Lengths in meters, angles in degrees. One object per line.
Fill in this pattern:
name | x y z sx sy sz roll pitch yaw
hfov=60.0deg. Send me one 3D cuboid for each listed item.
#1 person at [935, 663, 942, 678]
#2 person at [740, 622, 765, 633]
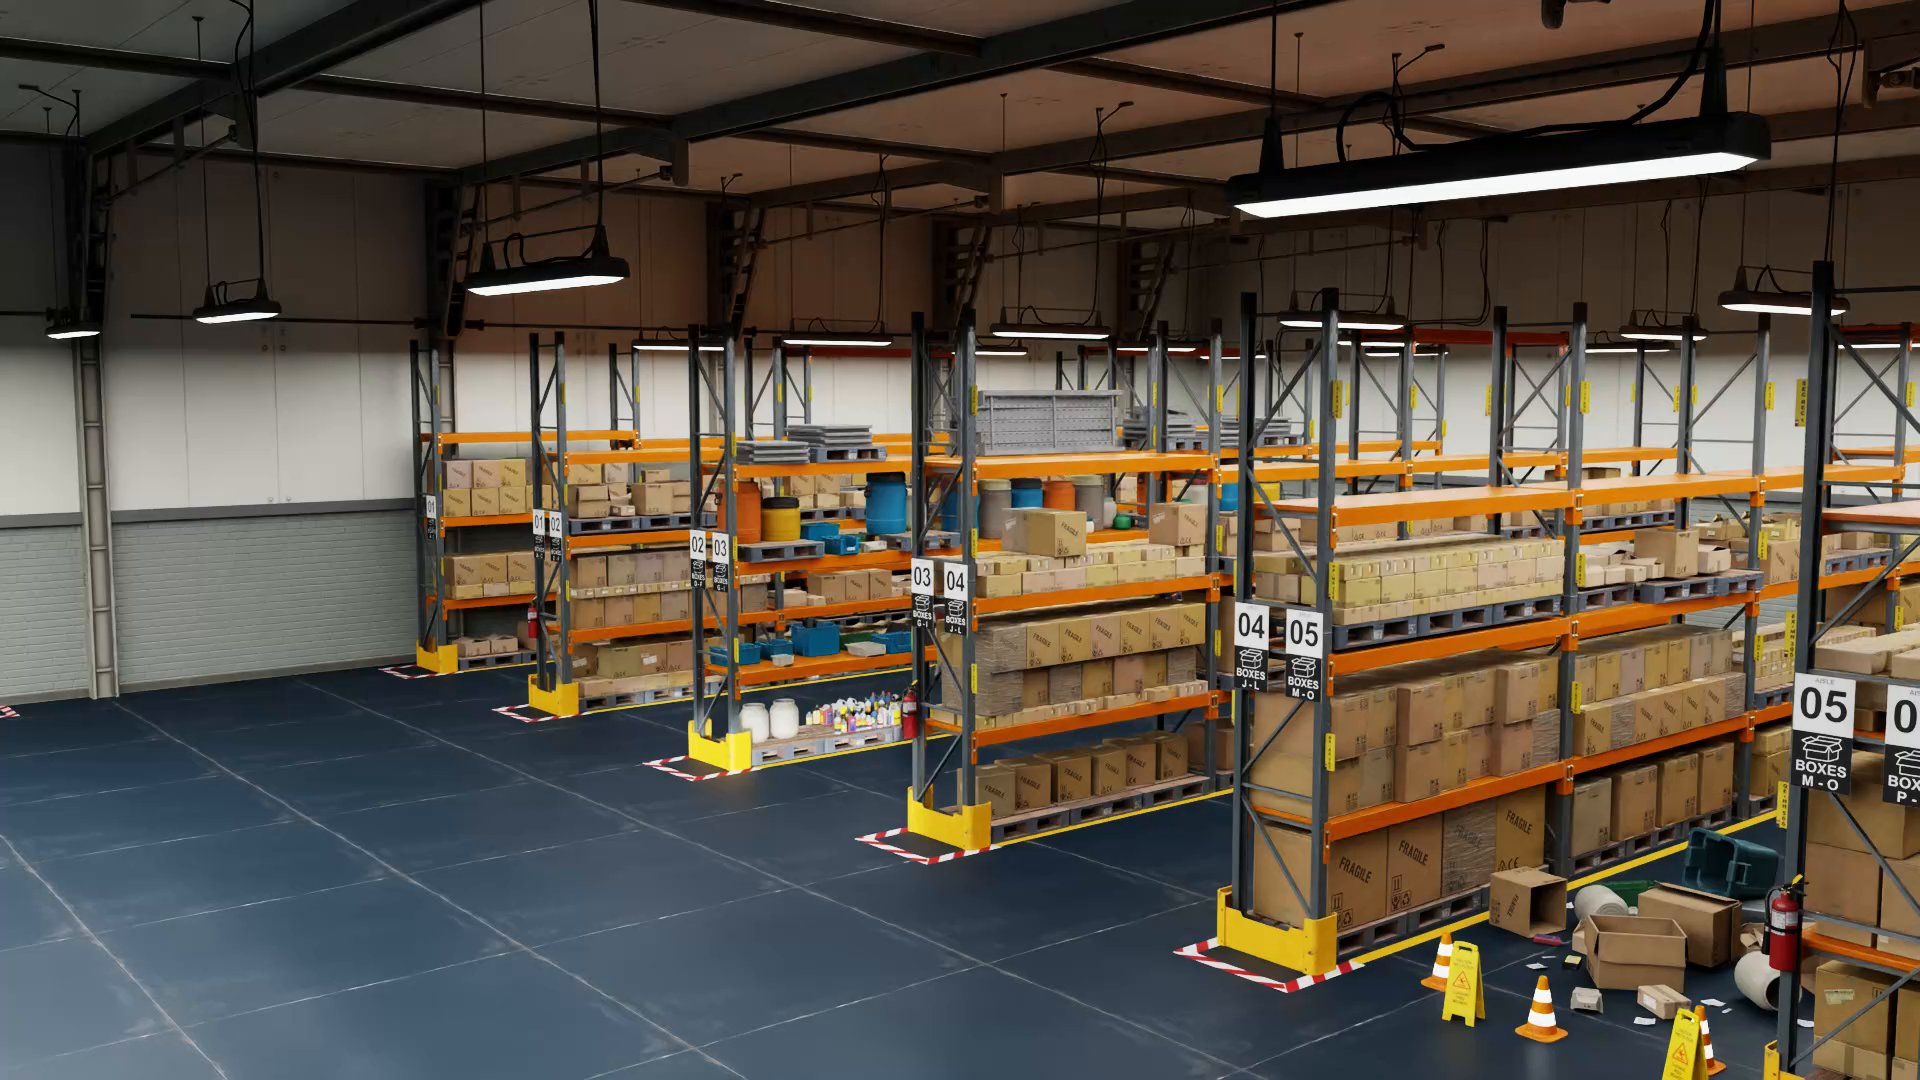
person | -0.120 1.652 29.178 0.607 1.644 0.545 -4 7 -38
person | -3.876 1.551 30.669 0.405 1.520 0.968 5 7 41
